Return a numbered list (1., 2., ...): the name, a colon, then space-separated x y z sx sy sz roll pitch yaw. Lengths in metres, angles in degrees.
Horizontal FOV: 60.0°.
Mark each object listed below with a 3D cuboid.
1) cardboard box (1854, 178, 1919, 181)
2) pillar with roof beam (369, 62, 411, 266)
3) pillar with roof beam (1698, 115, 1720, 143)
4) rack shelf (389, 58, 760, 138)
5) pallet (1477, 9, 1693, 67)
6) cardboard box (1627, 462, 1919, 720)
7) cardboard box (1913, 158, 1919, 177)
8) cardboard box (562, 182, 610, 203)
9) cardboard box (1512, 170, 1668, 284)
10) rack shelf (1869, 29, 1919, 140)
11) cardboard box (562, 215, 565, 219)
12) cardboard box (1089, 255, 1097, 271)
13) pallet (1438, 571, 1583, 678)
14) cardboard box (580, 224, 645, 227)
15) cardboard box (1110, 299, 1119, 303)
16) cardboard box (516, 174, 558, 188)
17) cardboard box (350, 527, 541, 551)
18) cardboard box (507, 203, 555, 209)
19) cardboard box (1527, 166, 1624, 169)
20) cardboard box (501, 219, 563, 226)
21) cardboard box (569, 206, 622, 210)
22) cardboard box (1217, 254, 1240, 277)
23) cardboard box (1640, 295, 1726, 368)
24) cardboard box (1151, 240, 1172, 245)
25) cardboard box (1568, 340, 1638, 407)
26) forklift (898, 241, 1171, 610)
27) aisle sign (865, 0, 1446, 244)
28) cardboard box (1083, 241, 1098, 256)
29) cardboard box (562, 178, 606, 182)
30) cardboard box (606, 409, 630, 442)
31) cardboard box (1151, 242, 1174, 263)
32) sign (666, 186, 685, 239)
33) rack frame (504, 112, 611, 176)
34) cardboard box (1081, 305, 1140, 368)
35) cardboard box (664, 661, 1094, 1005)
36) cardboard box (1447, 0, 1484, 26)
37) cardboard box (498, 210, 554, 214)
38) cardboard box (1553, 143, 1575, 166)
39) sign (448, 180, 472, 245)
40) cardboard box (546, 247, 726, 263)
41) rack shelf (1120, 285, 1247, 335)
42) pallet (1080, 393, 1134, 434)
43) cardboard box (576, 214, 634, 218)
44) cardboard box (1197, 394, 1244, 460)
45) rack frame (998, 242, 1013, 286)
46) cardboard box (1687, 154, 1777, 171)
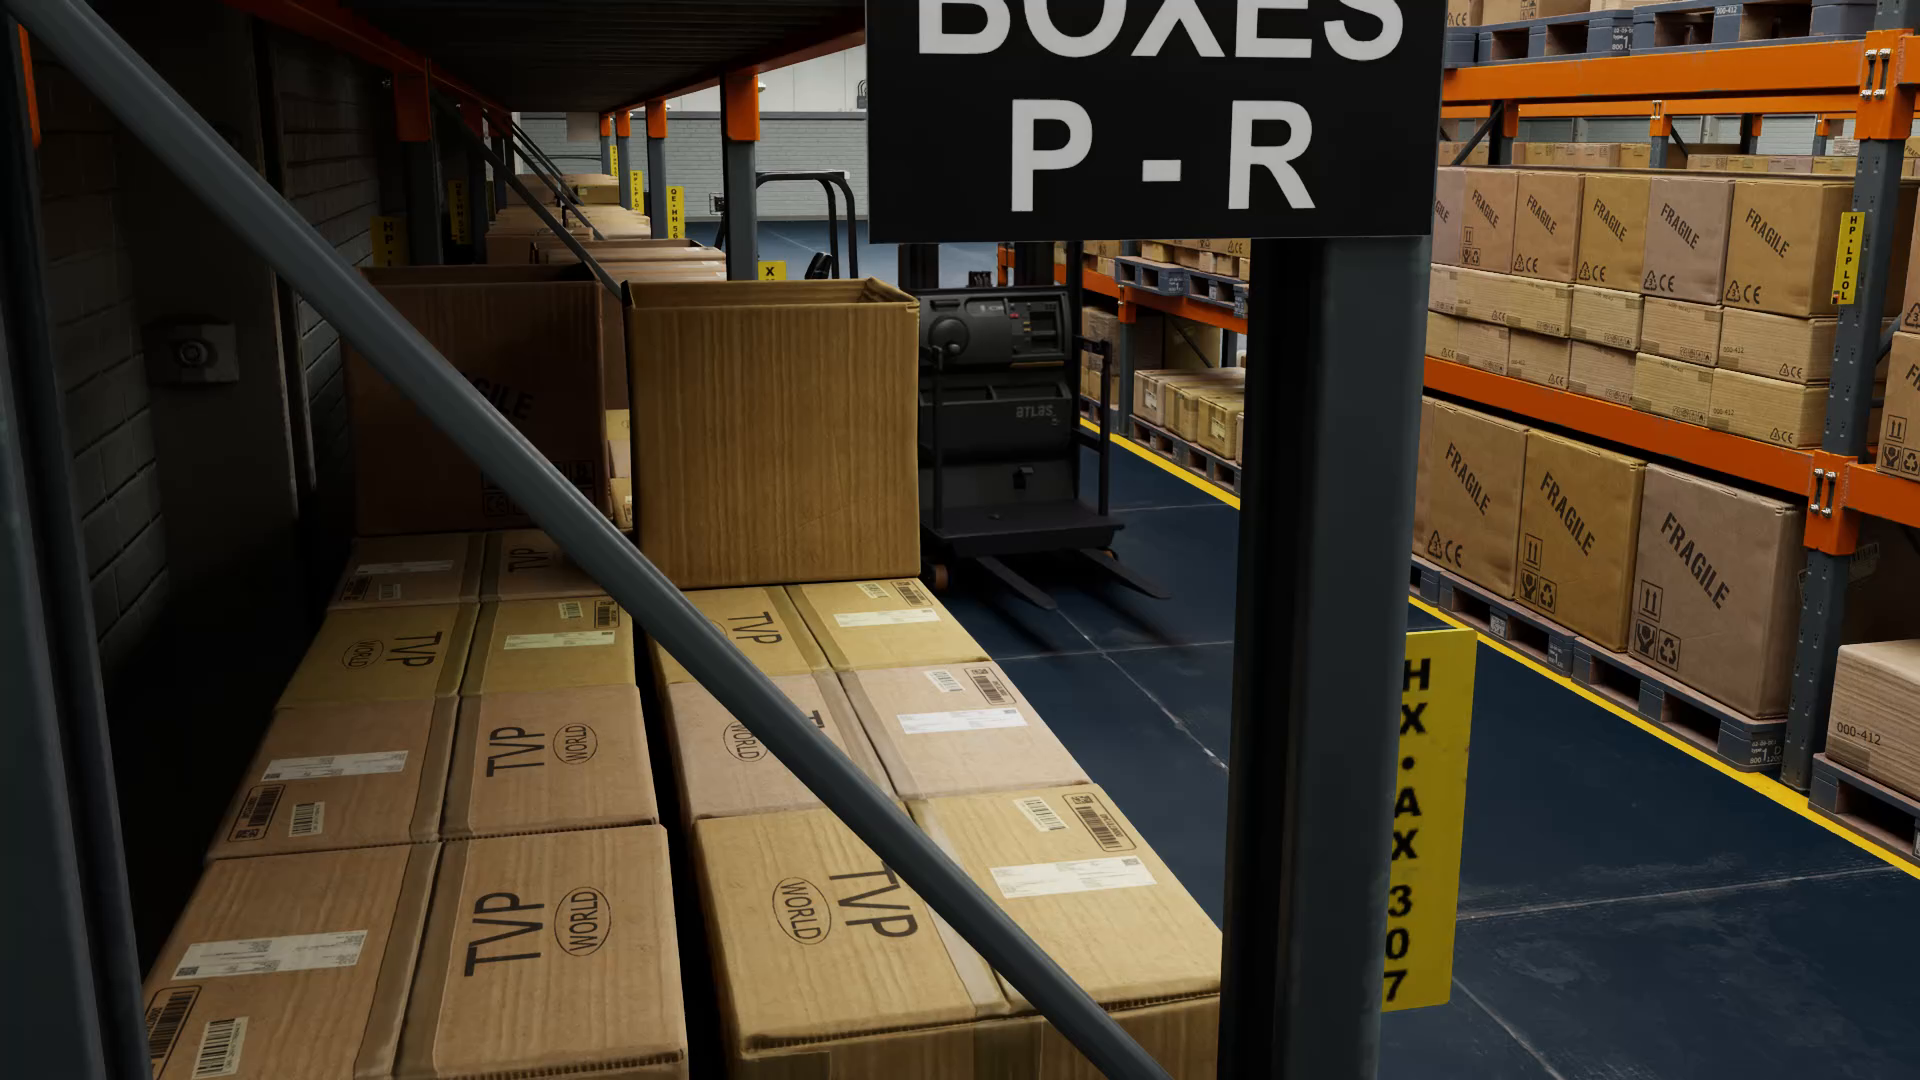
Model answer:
1. cardboard box: 3.892 -1.171 6.581 0.500 0.500 0.500 -3 14 -13
2. pillar with roof beam: 0.955 -4.569 10.167 9.100 9.000 0.400 -3 14 -13
3. pillar with roof beam: 16.159 -12.766 43.717 9.100 9.000 0.400 -3 14 -13
4. rack shelf: -1.578 -1.810 6.713 1.077 0.370 4.000 -3 14 -13
5. pallet: 3.245 -2.404 8.023 1.003 0.211 1.213 -3 14 -11
6. cardboard box: 3.493 0.171 7.000 0.875 0.875 0.875 -3 14 -11
7. cardboard box: 7.349 -2.496 12.005 0.700 0.500 0.500 -3 14 -14
8. cardboard box: -2.940 -2.739 13.116 0.380 0.149 0.250 -3 14 -12
9. cardboard box: 3.002 -1.498 7.920 0.500 0.500 0.500 -3 14 -12
10. rack shelf: 4.186 -1.165 4.072 1.077 0.370 4.000 -3 14 -13
11. cardboard box: -3.096 -2.488 14.081 0.500 0.500 0.500 -3 14 -14
12. cardboard box: 1.370 -2.479 14.785 0.380 0.149 0.250 -3 14 -14
13. pallet: 3.172 0.380 8.427 1.003 0.211 1.213 -3 14 -13
14. cardboard box: -2.059 -1.797 9.884 0.380 0.149 0.250 -3 14 -13
15. cardboard box: 1.704 -1.991 15.584 0.500 0.500 0.500 -3 14 -10
16. cardboard box: -4.055 -3.428 15.936 0.380 0.149 0.250 -4 14 -14
17. cardboard box: -1.010 0.051 3.588 0.500 0.250 0.500 -3 14 -12
18. cardboard box: -3.312 -2.510 12.805 0.380 0.149 0.250 -3 14 -13
19. cardboard box: 3.281 -1.753 8.966 0.500 0.500 0.500 -3 14 -12
20. cardboard box: -2.700 -1.945 10.489 0.380 0.149 0.250 -3 14 -12
21. cardboard box: -2.691 -2.384 12.288 0.380 0.149 0.250 -3 14 -11
22. cardboard box: 2.030 -1.939 11.689 0.380 0.149 0.250 -4 14 -15
23. cardboard box: 3.252 -0.892 7.020 0.500 0.250 0.500 -3 14 -12
24. cardboard box: 1.787 -2.522 12.707 0.500 0.500 0.500 -3 14 -13
25. cardboard box: 3.147 -0.770 7.576 0.500 0.250 0.500 -4 14 -15
26. forklift: 0.262 -1.237 9.313 1.130 2.935 3.031 -5 14 -18
27. aisle sign: 0.133 -0.582 1.012 0.394 0.787 0.004 -3 14 -13
28. cardboard box: 1.364 -2.765 14.585 0.500 0.500 0.500 -3 14 -11
29. cardboard box: -3.229 -3.034 14.323 0.380 0.149 0.250 -3 14 -13
30. cardboard box: -0.751 -0.209 4.652 0.500 0.250 0.500 -3 14 -12
31. cardboard box: 1.710 -2.243 12.933 0.380 0.149 0.250 -3 14 -12
32. sign: -1.522 -1.721 8.876 0.100 0.325 0.005 -3 14 -13
33. rack frame: -3.926 -3.010 16.426 1.000 3.000 0.127 -3 14 -13
34. cardboard box: 1.316 -1.836 14.950 0.500 0.500 0.500 -3 14 -12
35. cardboard box: -0.132 0.374 2.266 0.500 0.250 0.500 -3 14 -13
36. cardboard box: 3.012 -3.074 9.268 0.797 0.503 0.637 -4 14 -17
37. cardboard box: -3.043 -2.235 11.678 0.380 0.149 0.250 -3 14 -13
38. cardboard box: 6.336 -3.601 16.254 0.875 0.550 0.550 -3 14 -13
39. sign: -2.586 -1.695 8.605 0.100 0.325 0.005 -3 14 -13
40. cardboard box: -1.310 -0.919 6.771 0.700 0.500 0.500 -3 14 -13
41. rack shelf: 2.307 -1.554 11.982 1.077 0.370 4.000 -3 14 -13
42. pallet: 1.645 -1.163 14.742 1.003 0.211 1.213 -3 14 -13
43. cardboard box: -2.362 -2.091 11.088 0.380 0.149 0.250 -3 14 -13
44. cardboard box: 2.300 -0.845 12.218 0.950 0.372 0.625 -3 14 -11
45. rack frame: 0.898 -3.287 17.562 1.000 3.000 0.127 -3 14 -13
46. cardboard box: 6.747 -3.084 14.411 0.700 0.500 0.500 -4 14 -14
